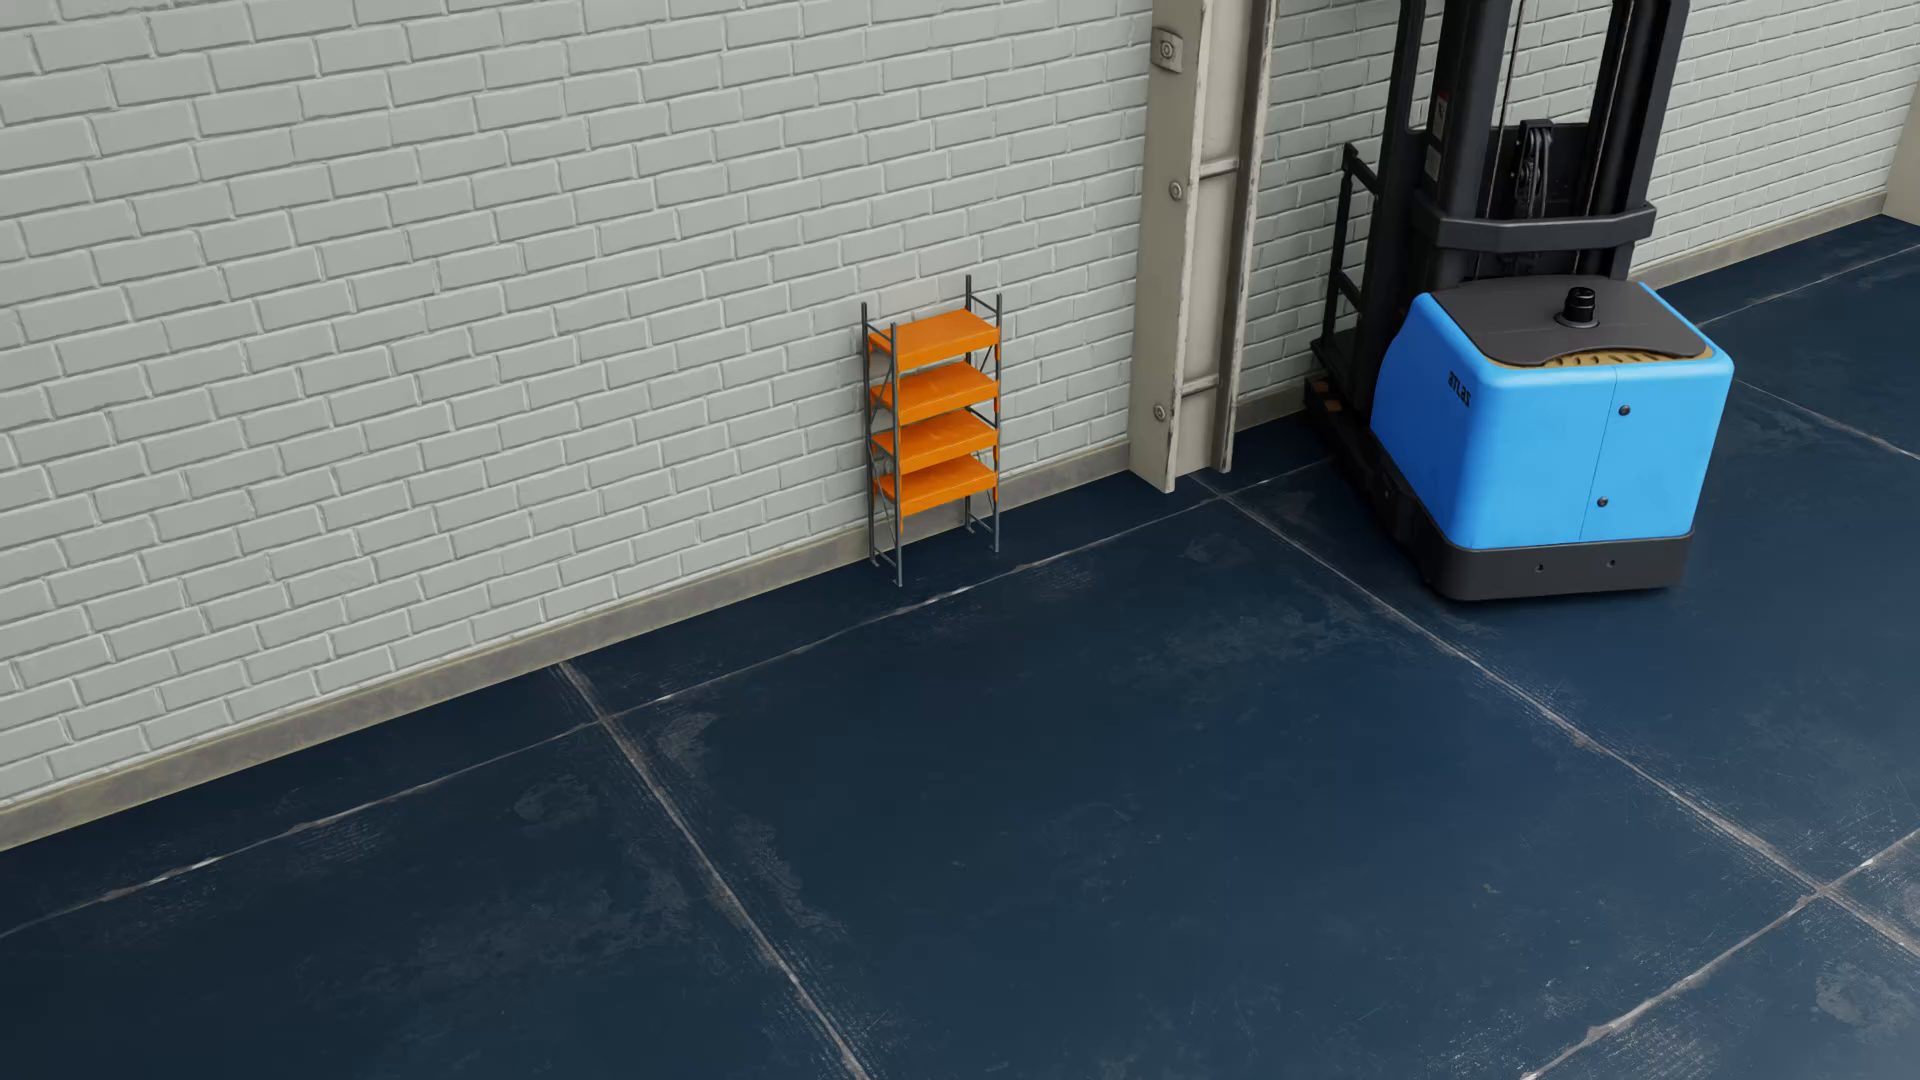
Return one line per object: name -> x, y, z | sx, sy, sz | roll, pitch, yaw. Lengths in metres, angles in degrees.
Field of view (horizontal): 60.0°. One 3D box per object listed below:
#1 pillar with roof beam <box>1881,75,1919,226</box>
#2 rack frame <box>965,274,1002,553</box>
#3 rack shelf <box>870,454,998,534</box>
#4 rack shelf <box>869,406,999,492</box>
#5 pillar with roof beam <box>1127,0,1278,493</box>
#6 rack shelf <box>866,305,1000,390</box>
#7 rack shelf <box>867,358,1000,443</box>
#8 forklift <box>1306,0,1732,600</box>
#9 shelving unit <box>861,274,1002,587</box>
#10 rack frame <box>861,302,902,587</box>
pillar with roof beam -> 8.395, -3.947, 5.073 | 0.400, 9.000, 9.100 | -19, 37, -27
rack frame -> 0.094, -0.508, 6.930 | 0.015, 1.200, 0.240 | -19, 37, -28
rack shelf -> -0.110, -0.212, 6.959 | 0.480, 0.148, 0.258 | -19, 37, -28
rack shelf -> -0.109, -0.380, 6.853 | 0.480, 0.148, 0.258 | -19, 37, -28
pillar with roof beam -> 3.352, -2.213, 2.324 | 0.400, 9.000, 9.100 | -19, 37, -27
rack shelf -> -0.109, -0.769, 6.607 | 0.480, 0.148, 0.258 | -19, 37, -28
rack shelf -> -0.109, -0.569, 6.733 | 0.480, 0.148, 0.258 | -19, 37, -28
forklift -> 2.307, -1.762, 7.296 | 1.130, 2.935, 3.031 | -3, 32, -5
shelving unit -> -0.109, -0.437, 6.817 | 0.503, 1.200, 0.258 | -19, 37, -28
rack frame -> -0.313, -0.365, 6.704 | 0.015, 1.200, 0.240 | -19, 37, -28
